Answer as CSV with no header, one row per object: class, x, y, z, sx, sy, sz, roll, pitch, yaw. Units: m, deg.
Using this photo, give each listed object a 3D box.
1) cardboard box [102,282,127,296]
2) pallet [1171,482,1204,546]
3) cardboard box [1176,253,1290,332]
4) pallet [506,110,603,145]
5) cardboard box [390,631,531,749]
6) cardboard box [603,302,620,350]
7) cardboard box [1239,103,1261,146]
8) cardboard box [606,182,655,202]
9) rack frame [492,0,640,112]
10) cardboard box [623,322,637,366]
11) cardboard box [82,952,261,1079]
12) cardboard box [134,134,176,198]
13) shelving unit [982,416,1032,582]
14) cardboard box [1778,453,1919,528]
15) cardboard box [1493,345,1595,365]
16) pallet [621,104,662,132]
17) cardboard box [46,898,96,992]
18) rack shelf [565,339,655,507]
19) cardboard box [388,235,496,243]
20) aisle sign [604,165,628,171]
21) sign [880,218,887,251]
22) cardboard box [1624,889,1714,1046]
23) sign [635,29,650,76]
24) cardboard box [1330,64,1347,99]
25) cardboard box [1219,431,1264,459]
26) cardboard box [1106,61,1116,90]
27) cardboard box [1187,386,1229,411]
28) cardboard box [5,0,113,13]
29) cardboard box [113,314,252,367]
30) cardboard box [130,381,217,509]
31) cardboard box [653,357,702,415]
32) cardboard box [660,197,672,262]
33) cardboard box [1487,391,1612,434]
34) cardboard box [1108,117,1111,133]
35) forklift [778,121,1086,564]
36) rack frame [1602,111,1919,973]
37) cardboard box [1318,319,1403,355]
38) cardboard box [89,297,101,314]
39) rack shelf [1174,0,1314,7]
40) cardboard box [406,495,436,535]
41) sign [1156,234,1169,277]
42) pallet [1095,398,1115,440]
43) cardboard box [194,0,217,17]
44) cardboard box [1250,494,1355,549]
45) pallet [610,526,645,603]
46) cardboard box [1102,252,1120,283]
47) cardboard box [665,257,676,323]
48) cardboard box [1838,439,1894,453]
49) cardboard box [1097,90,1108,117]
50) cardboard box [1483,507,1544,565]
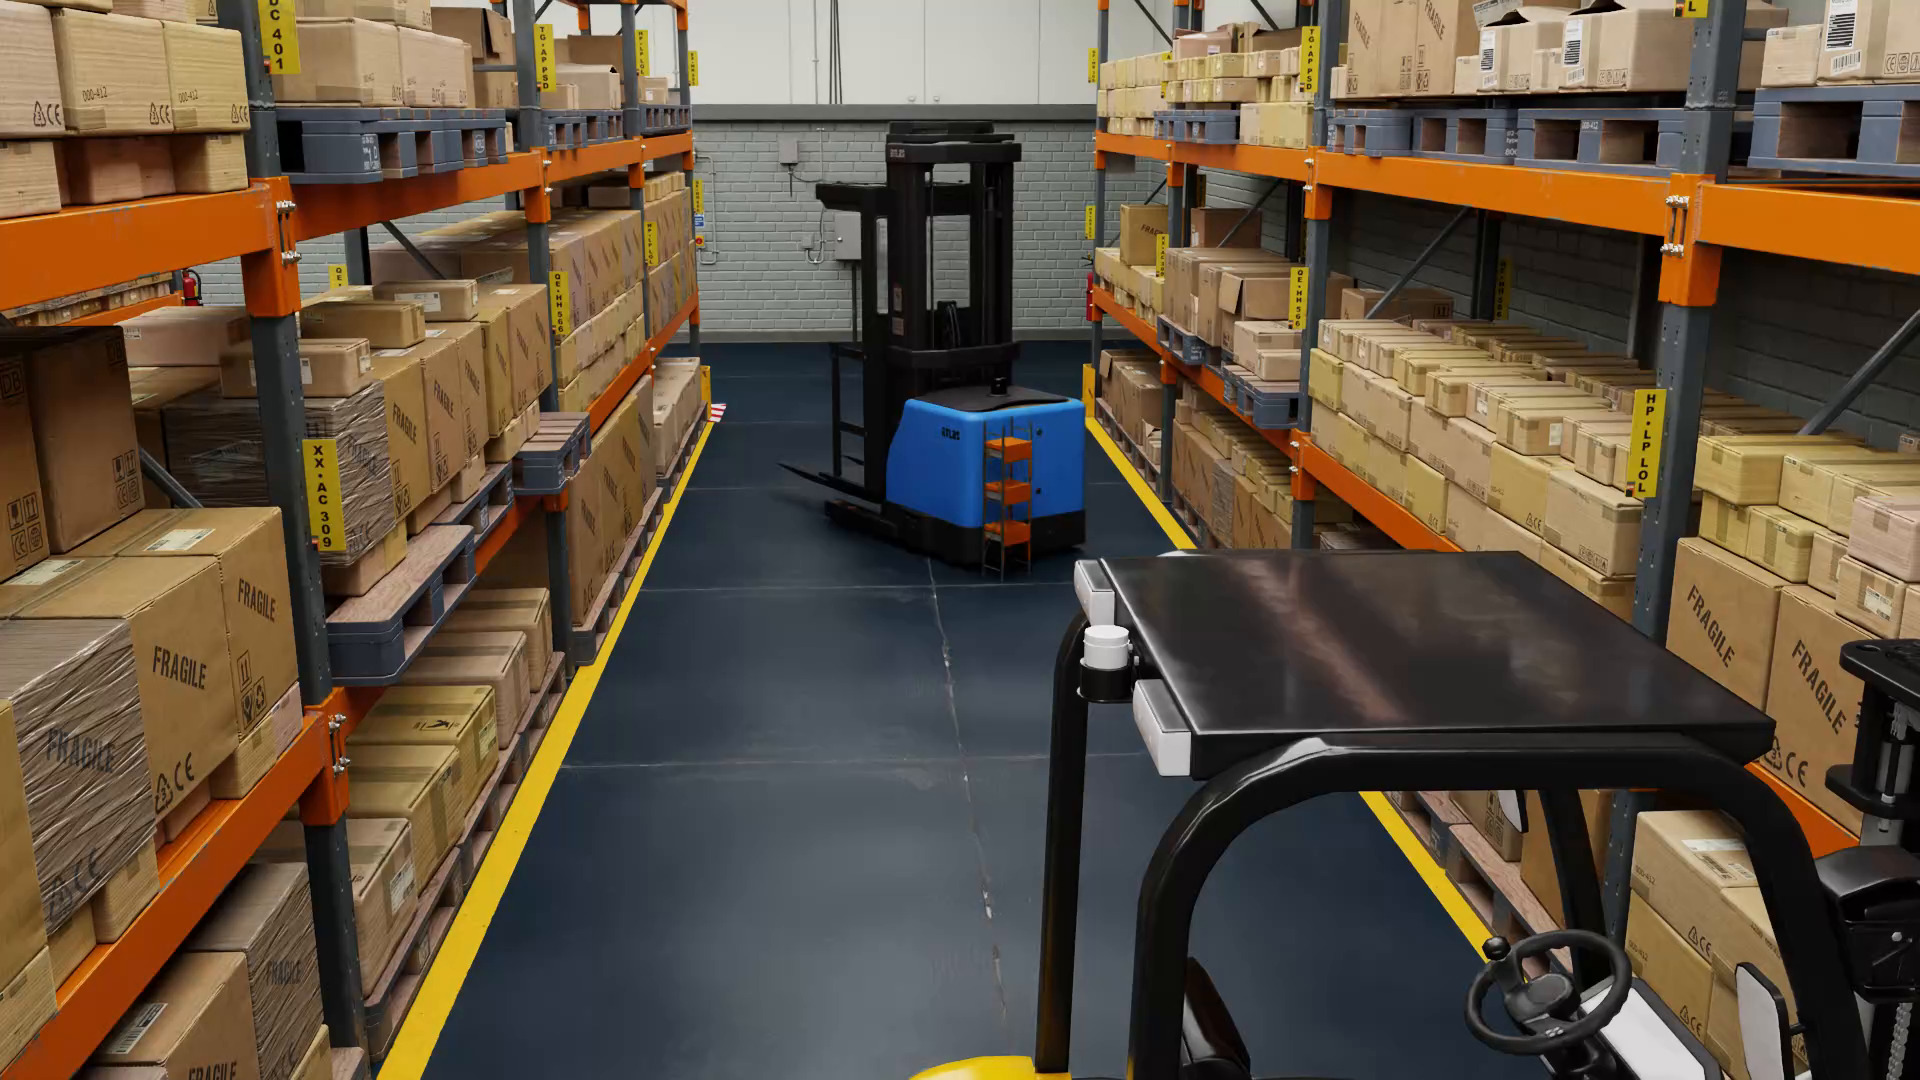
cardboard box,-7.691,-2.411,14.580,0.500,0.500,0.500,-1,14,-3
pallet,2.180,-0.213,12.429,1.003,0.211,1.213,-1,14,-3
cardboard box,1.931,-1.764,11.819,0.700,0.500,0.500,-1,14,-3
pallet,-2.779,-2.491,10.047,1.003,0.211,1.213,0,14,-1
cardboard box,-2.535,0.701,7.713,0.950,0.372,0.625,-1,14,-5
cardboard box,-2.467,-1.371,10.632,0.500,0.250,0.500,-1,14,-2
cardboard box,2.003,-2.523,10.095,0.500,0.250,0.500,-1,14,-3
cardboard box,-2.666,-2.806,13.402,0.380,0.149,0.250,-1,14,-4
rack frame,-2.862,-4.593,11.817,1.000,3.000,0.127,-1,14,-3
cardboard box,-2.552,-1.380,11.672,0.500,0.250,0.500,-1,14,-4
cardboard box,-2.028,1.337,3.981,0.500,0.500,0.500,-1,14,-2
cardboard box,-2.114,-0.891,3.953,0.380,0.149,0.250,-1,14,-3
shelving unit,0.310,-0.272,10.959,0.252,1.050,0.215,-13,21,-39
cardboard box,2.435,-0.135,4.430,0.380,0.149,0.250,-1,14,-3
cardboard box,2.668,-0.800,7.613,0.380,0.149,0.250,-1,14,-4
pallet,-2.902,-3.301,12.993,1.003,0.211,1.213,-1,14,-3
cardboard box,-1.990,0.816,3.339,0.380,0.149,0.250,-1,14,-4
rack shelf,-2.738,-0.841,10.721,1.077,0.370,4.000,-1,14,-3
cardboard box,-2.947,-1.477,9.540,0.500,0.500,0.500,-1,14,-2
aisle sign,-3.404,-3.954,16.159,0.394,0.787,0.004,-1,14,-3
sign,-0.897,-4.093,22.106,0.329,0.494,0.001,-1,14,-3
cardboard box,2.310,1.236,4.875,0.500,0.250,0.500,-1,14,-4
sign,-2.321,-3.553,12.129,0.100,0.325,0.005,-1,14,-3
cardboard box,2.058,-2.270,8.234,0.380,0.166,0.250,-1,14,-4
cardboard box,1.992,-0.655,11.423,0.380,0.149,0.250,0,14,-1
cardboard box,1.634,-4.285,15.341,0.500,0.250,0.500,-1,14,-4
cardboard box,1.913,-1.059,12.396,0.380,0.149,0.250,-2,15,-6
cardboard box,-1.962,-1.147,3.350,0.380,0.149,0.250,0,14,-2
cardboard box,-2.676,-0.690,5.747,0.380,0.149,0.250,-1,14,-5
cardboard box,-2.624,-0.205,5.162,0.500,0.500,0.500,-1,14,-4
cardboard box,-2.969,-1.482,16.065,0.875,0.438,0.875,-1,14,-5
cardboard box,-2.695,-2.595,13.886,0.500,0.500,0.500,-1,14,-2
cardboard box,2.246,-0.474,6.348,0.380,0.149,0.250,-1,14,-5
cardboard box,1.632,-4.008,16.067,0.380,0.149,0.250,-1,14,-2
forklift,-0.361,-1.573,12.259,1.130,2.935,3.031,-10,17,-33
rack frame,2.588,0.225,5.133,1.000,3.000,0.127,-1,14,-3
cardboard box,2.066,-1.049,8.580,0.380,0.149,0.250,0,14,-2
cardboard box,-7.750,-2.060,14.518,0.380,0.149,0.250,-1,15,-6
rack shelf,2.216,-3.631,10.324,1.077,0.370,4.000,-1,14,-3
cardboard box,-2.160,-0.118,6.126,0.380,0.149,0.250,-1,14,-3
sign,1.551,-2.174,12.718,0.100,0.325,0.005,-1,14,-3
pallet,1.899,-1.192,16.235,1.003,0.211,1.213,-1,14,-3
cardboard box,-2.529,-1.665,4.914,0.500,0.250,0.500,-1,14,-2
cardboard box,2.079,0.011,10.138,0.500,0.500,0.500,-1,14,-4
pallet,-2.660,0.158,10.988,1.003,0.211,1.213,-1,14,-3
cardboard box,1.635,-2.589,15.771,0.500,0.250,0.500,-1,14,-3
cardboard box,-2.681,-2.105,13.989,0.500,0.500,0.500,-1,14,-3
cardboard box,2.780,-0.228,5.392,0.380,0.149,0.250,-1,14,-5
cardboard box,1.599,-4.169,15.894,0.500,0.250,0.500,-1,14,-4
cardboard box,2.259,0.051,6.108,0.500,0.250,0.500,-1,14,-4
